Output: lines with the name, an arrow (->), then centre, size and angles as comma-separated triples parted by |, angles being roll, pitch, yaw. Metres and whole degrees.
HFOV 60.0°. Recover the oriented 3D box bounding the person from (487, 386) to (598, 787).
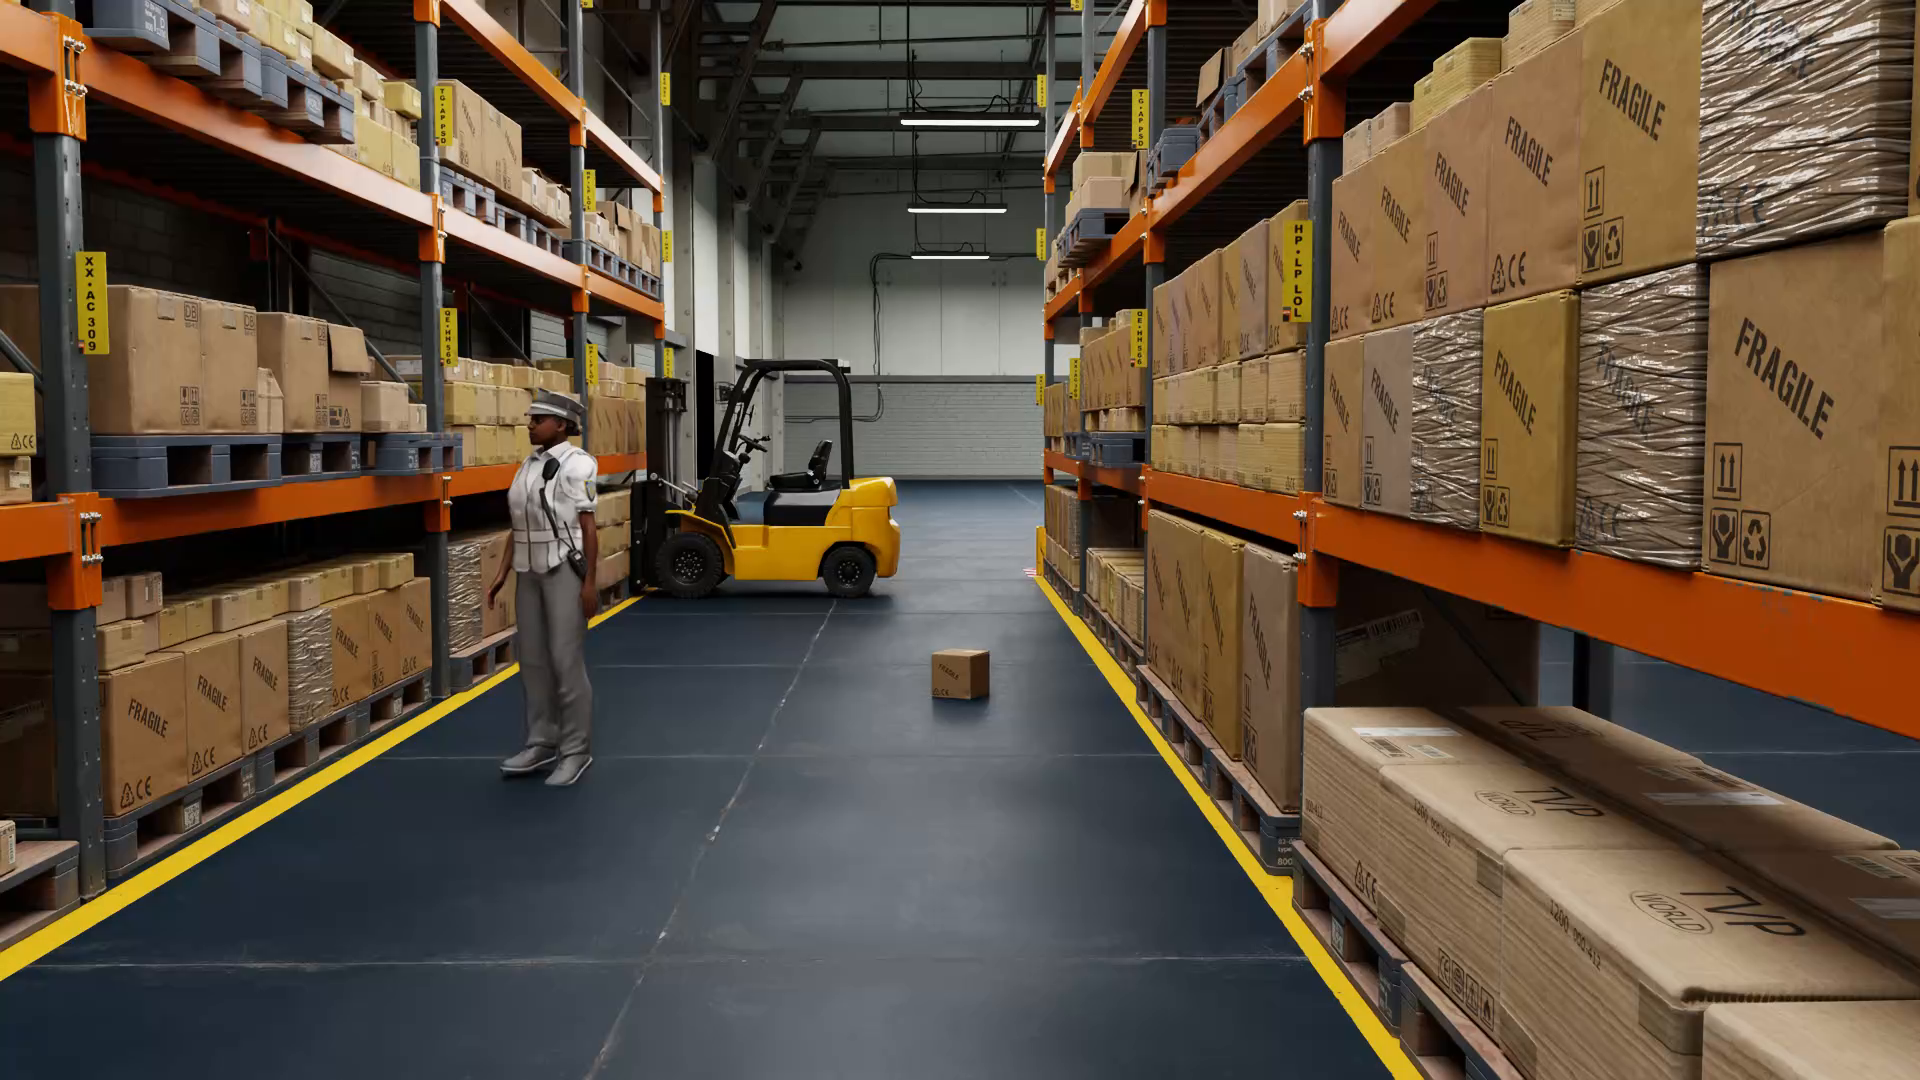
person -> -1.823, 0.197, 7.339 | 0.499, 1.746, 0.412 | 3, 5, 35
